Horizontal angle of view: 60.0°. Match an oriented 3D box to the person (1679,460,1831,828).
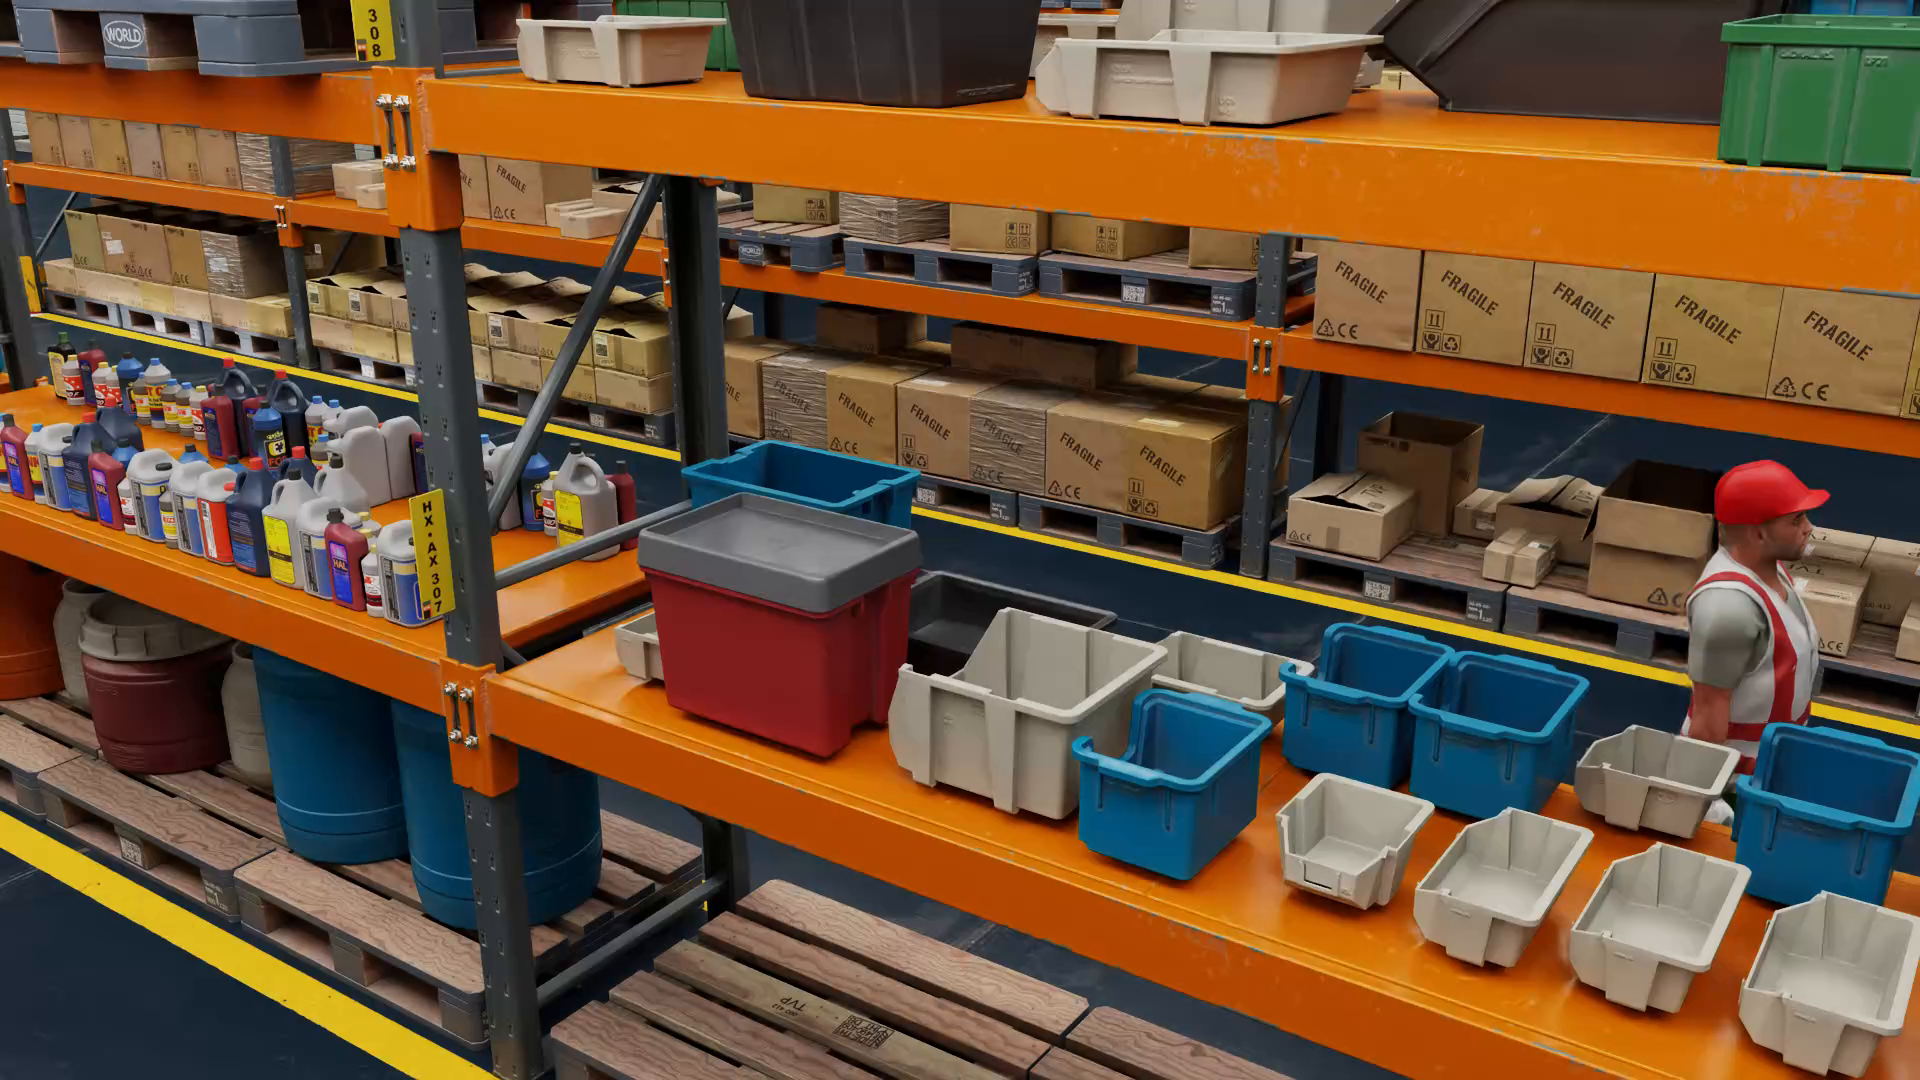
[{"bbox_3d":[2.196,0.643,4.650,0.486,1.777,0.571,13,23,32],"label":"person"}]
